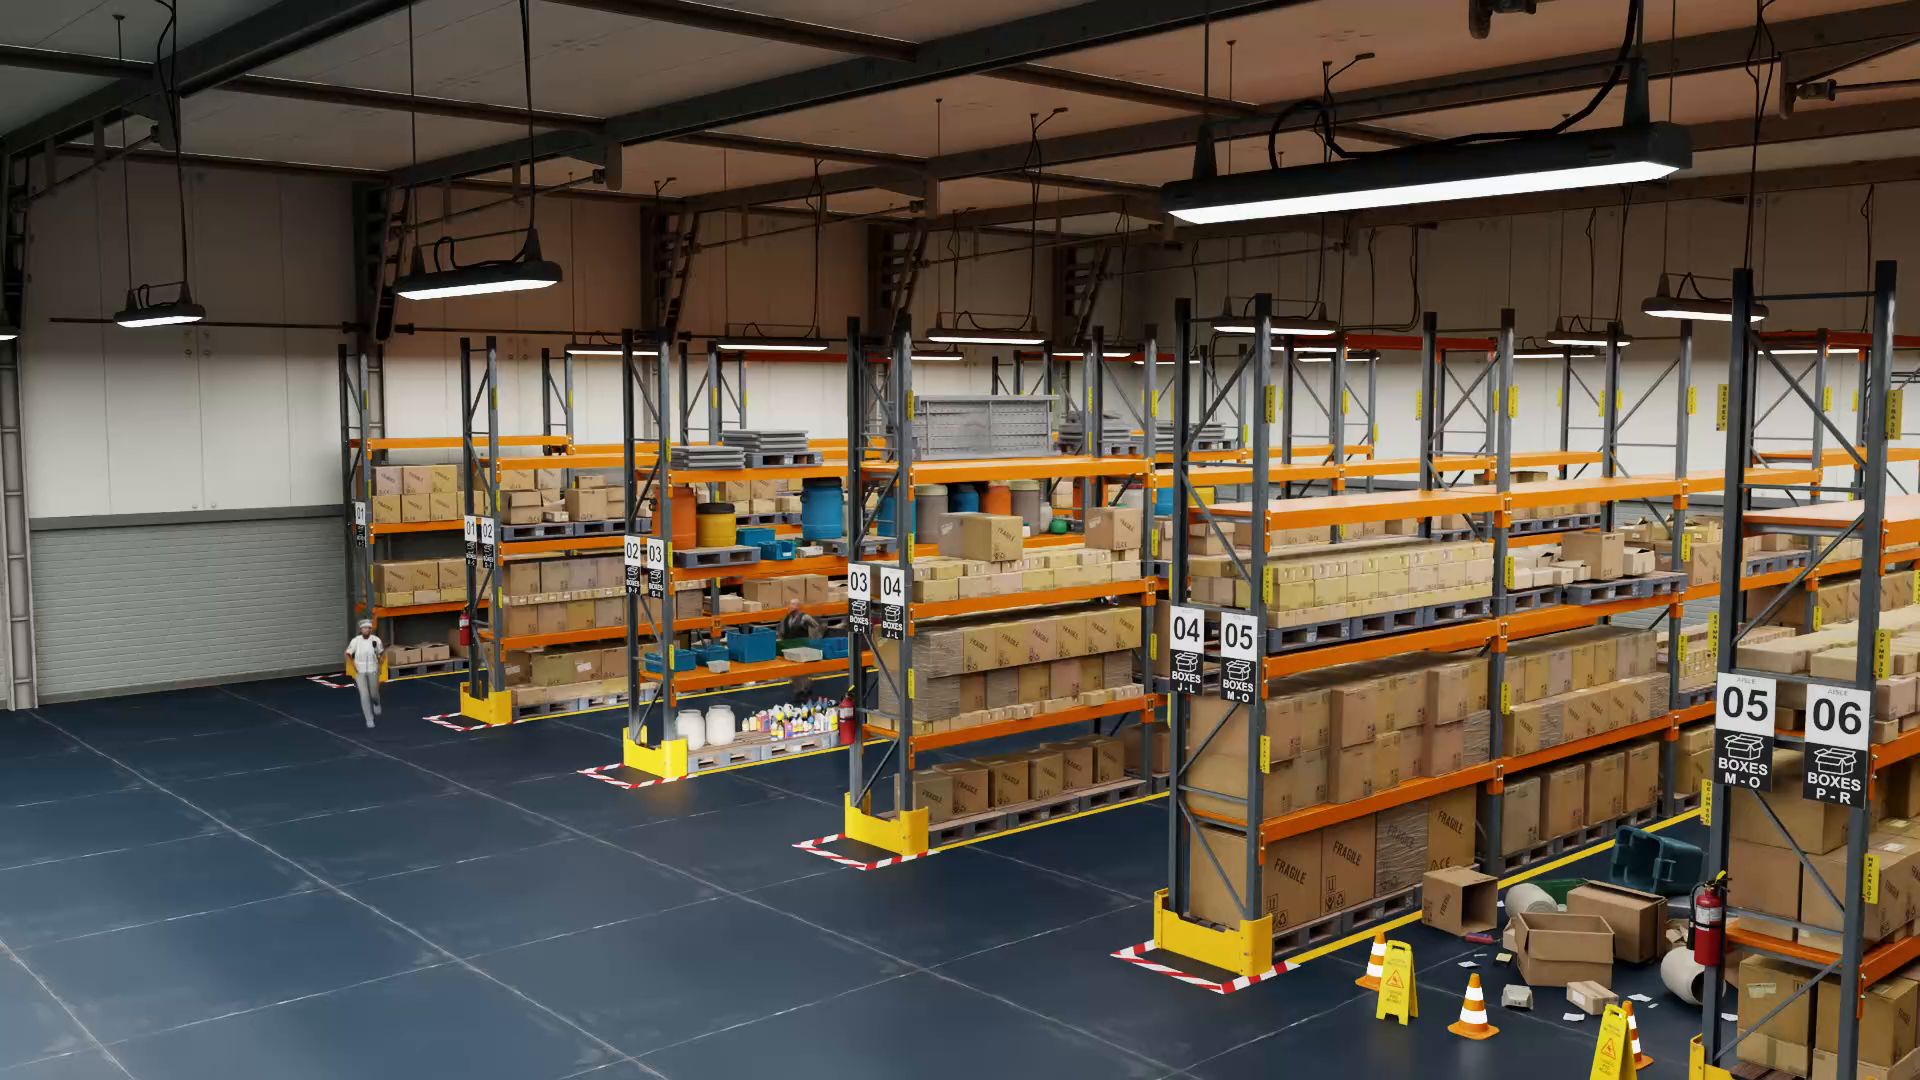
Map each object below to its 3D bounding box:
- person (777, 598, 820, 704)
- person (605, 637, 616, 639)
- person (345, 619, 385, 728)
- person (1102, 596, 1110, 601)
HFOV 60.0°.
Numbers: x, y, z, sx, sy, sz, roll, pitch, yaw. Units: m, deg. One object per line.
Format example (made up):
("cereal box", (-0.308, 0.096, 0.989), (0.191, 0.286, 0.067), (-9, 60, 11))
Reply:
("person", (-2.722, 1.844, 27.602), (0.596, 1.750, 0.813), (5, 7, 42))
("person", (-6.178, 1.659, 29.527), (0.701, 1.756, 1.060), (5, 7, 45))
("person", (-9.210, 2.041, 25.766), (0.581, 1.683, 0.652), (-2, 6, -23))
("person", (2.461, 1.540, 30.728), (0.593, 1.739, 0.674), (-5, 7, -43))
